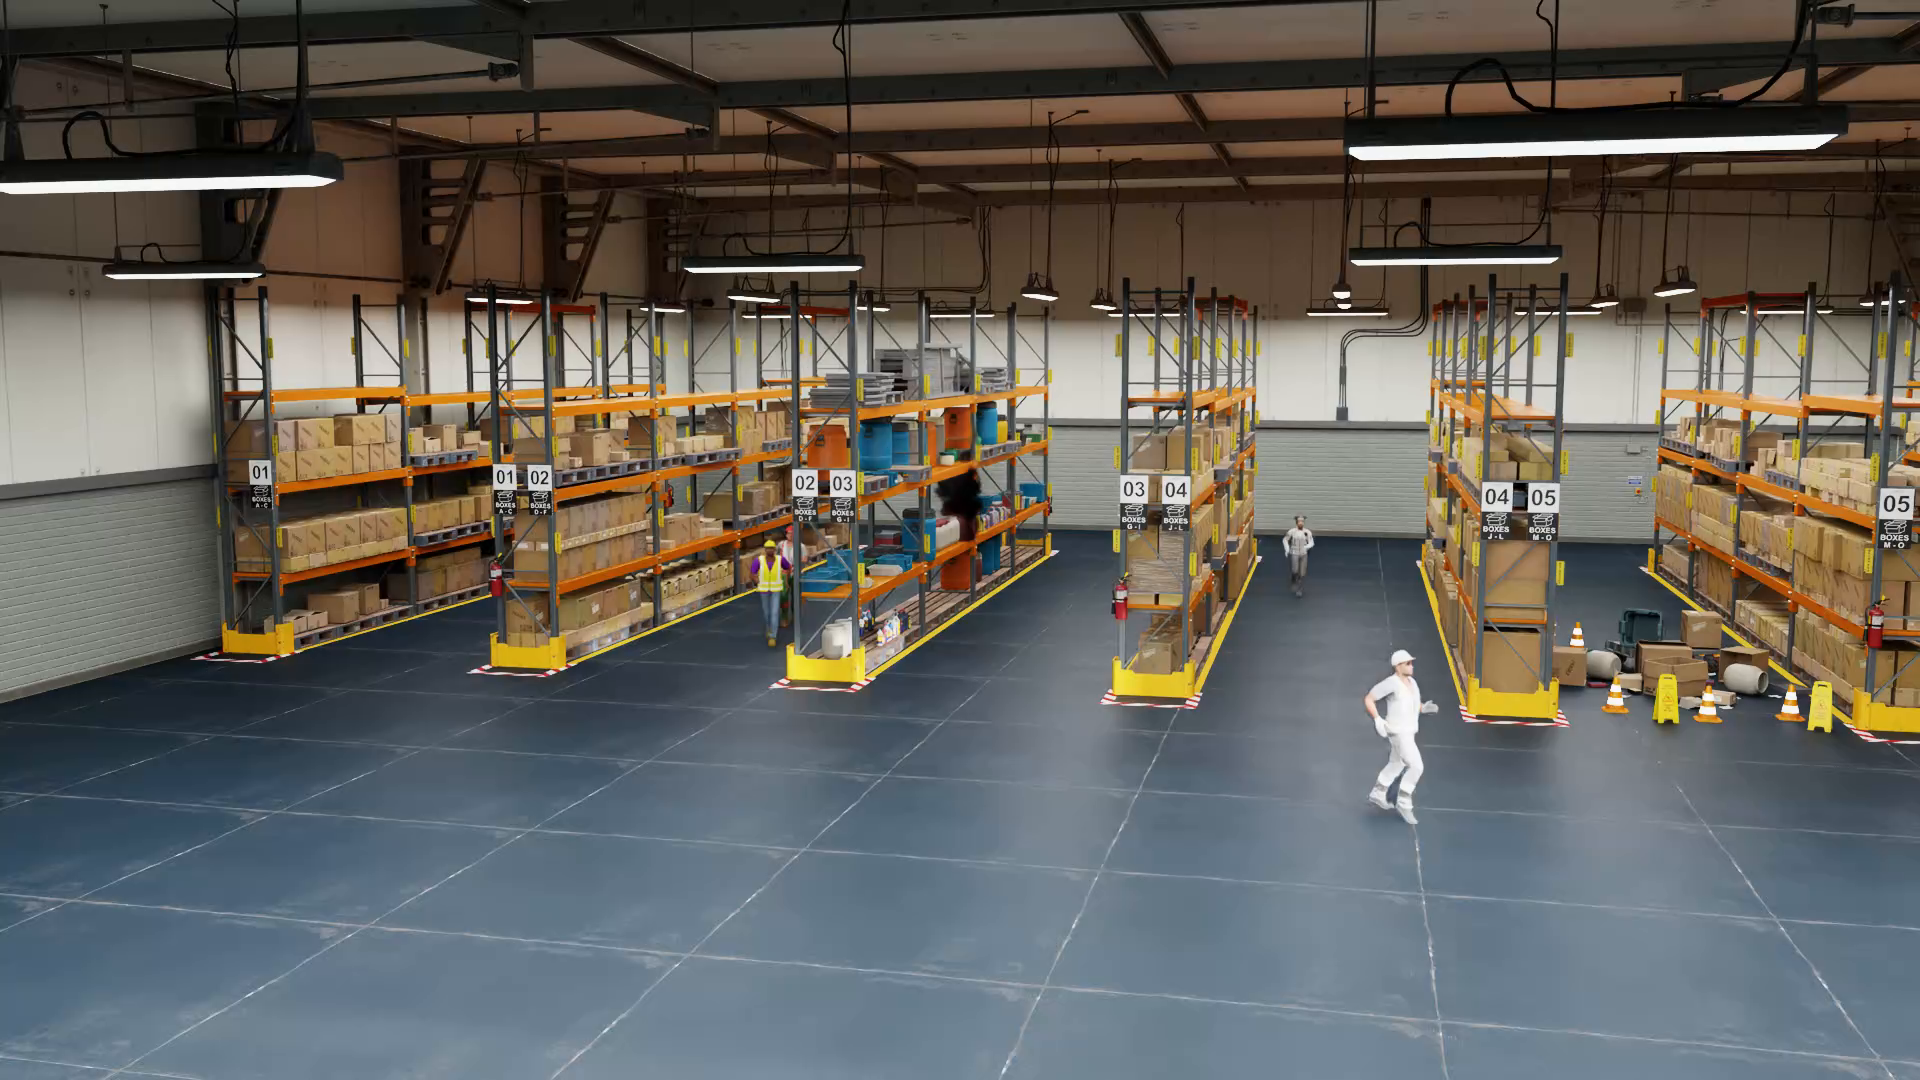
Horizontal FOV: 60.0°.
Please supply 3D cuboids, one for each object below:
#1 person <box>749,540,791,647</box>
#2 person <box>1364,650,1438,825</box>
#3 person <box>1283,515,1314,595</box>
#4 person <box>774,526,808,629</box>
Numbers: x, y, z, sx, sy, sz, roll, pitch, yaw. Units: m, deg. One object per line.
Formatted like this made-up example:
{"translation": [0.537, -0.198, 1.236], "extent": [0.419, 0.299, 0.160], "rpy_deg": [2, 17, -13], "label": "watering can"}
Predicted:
{"translation": [-3.228, 0.872, 28.226], "extent": [0.693, 1.760, 0.991], "rpy_deg": [0, 7, -2], "label": "person"}
{"translation": [4.702, 2.089, 17.707], "extent": [0.767, 1.841, 0.645], "rpy_deg": [5, 9, 40], "label": "person"}
{"translation": [6.858, 0.312, 33.629], "extent": [0.600, 1.658, 0.577], "rpy_deg": [0, 7, 4], "label": "person"}
{"translation": [-3.068, 0.658, 30.022], "extent": [0.642, 1.837, 0.760], "rpy_deg": [0, 7, -3], "label": "person"}
